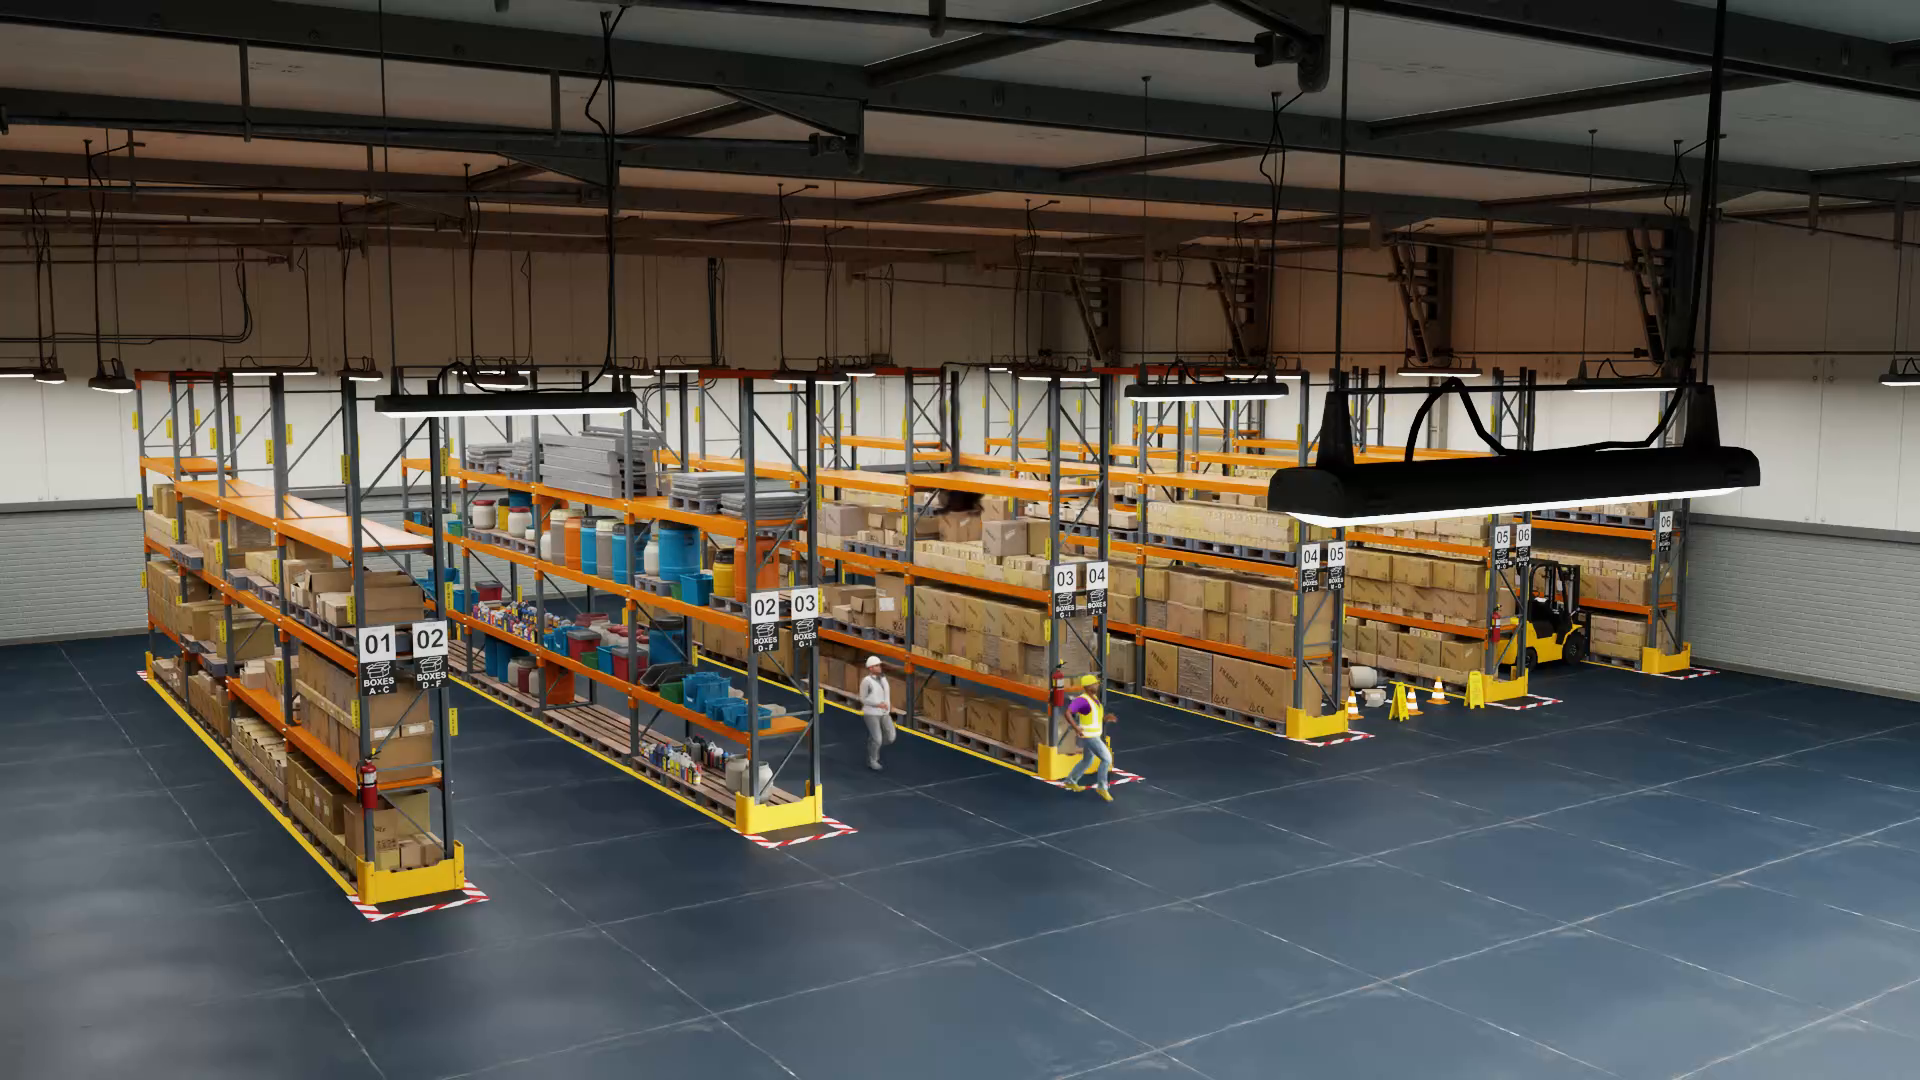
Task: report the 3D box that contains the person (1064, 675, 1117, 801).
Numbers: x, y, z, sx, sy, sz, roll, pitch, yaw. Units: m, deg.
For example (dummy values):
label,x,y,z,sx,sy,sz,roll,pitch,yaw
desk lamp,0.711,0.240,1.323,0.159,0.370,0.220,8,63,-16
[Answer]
label,x,y,z,sx,sy,sz,roll,pitch,yaw
person,1.842,2.813,23.649,0.764,1.797,0.707,2,7,16

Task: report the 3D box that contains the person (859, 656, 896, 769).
label,x,y,z,sx,sy,sz,roll,pitch,yaw
person,-1.230,2.625,25.267,0.569,1.731,0.653,6,9,42

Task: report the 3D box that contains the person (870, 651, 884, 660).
label,x,y,z,sx,sy,sz,roll,pitch,yaw
person,-1.593,1.766,33.295,0.584,1.620,0.667,-5,8,-40

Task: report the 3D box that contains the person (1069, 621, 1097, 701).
label,x,y,z,sx,sy,sz,roll,pitch,yaw
person,2.214,2.195,30.100,0.643,1.566,0.728,-4,7,-30
